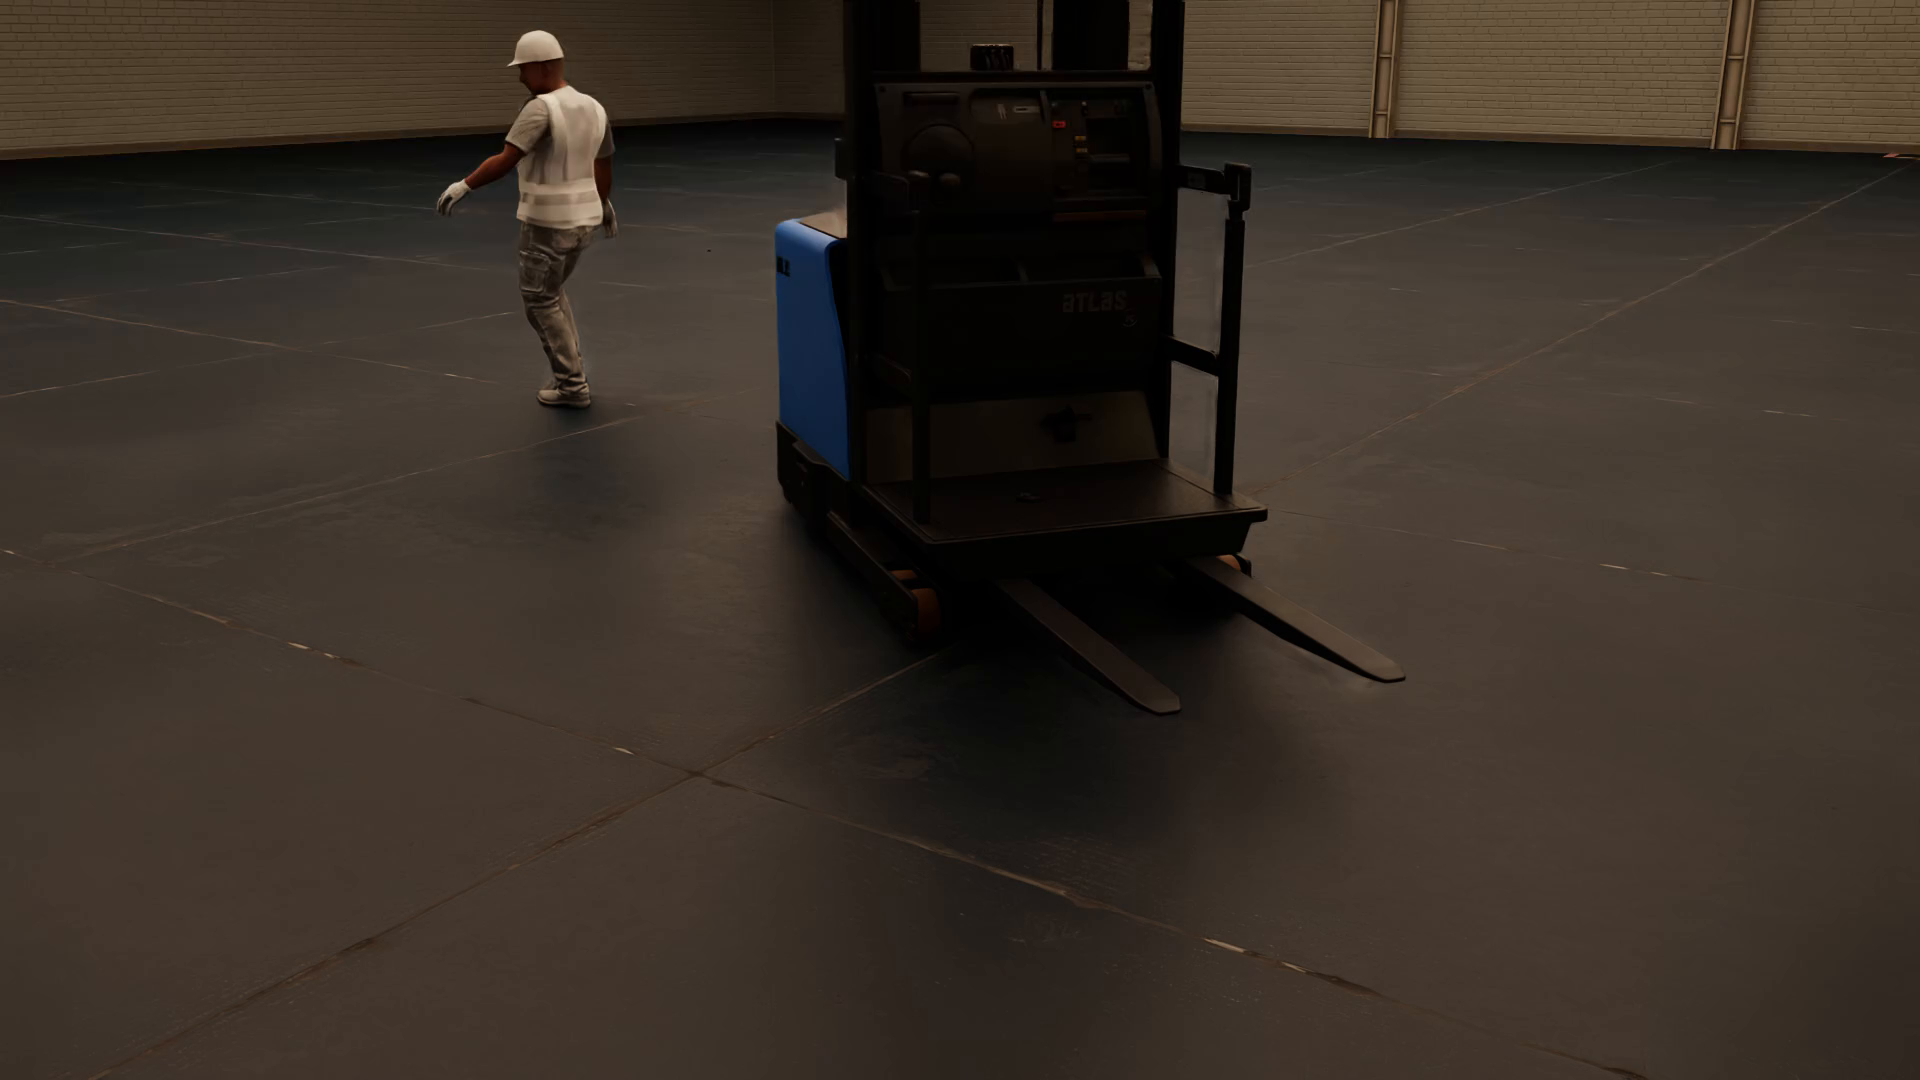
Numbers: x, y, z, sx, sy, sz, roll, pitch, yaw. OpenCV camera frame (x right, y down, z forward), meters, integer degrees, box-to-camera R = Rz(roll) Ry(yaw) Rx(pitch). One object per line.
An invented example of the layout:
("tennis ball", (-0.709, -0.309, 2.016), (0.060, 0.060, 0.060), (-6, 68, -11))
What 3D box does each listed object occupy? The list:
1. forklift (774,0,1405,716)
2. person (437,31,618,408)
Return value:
("forklift", (0.263, -1.231, 4.949), (1.130, 2.935, 3.031), (-6, 18, -19))
("person", (-1.994, -1.511, 8.018), (0.532, 1.806, 0.998), (8, 19, 25))
